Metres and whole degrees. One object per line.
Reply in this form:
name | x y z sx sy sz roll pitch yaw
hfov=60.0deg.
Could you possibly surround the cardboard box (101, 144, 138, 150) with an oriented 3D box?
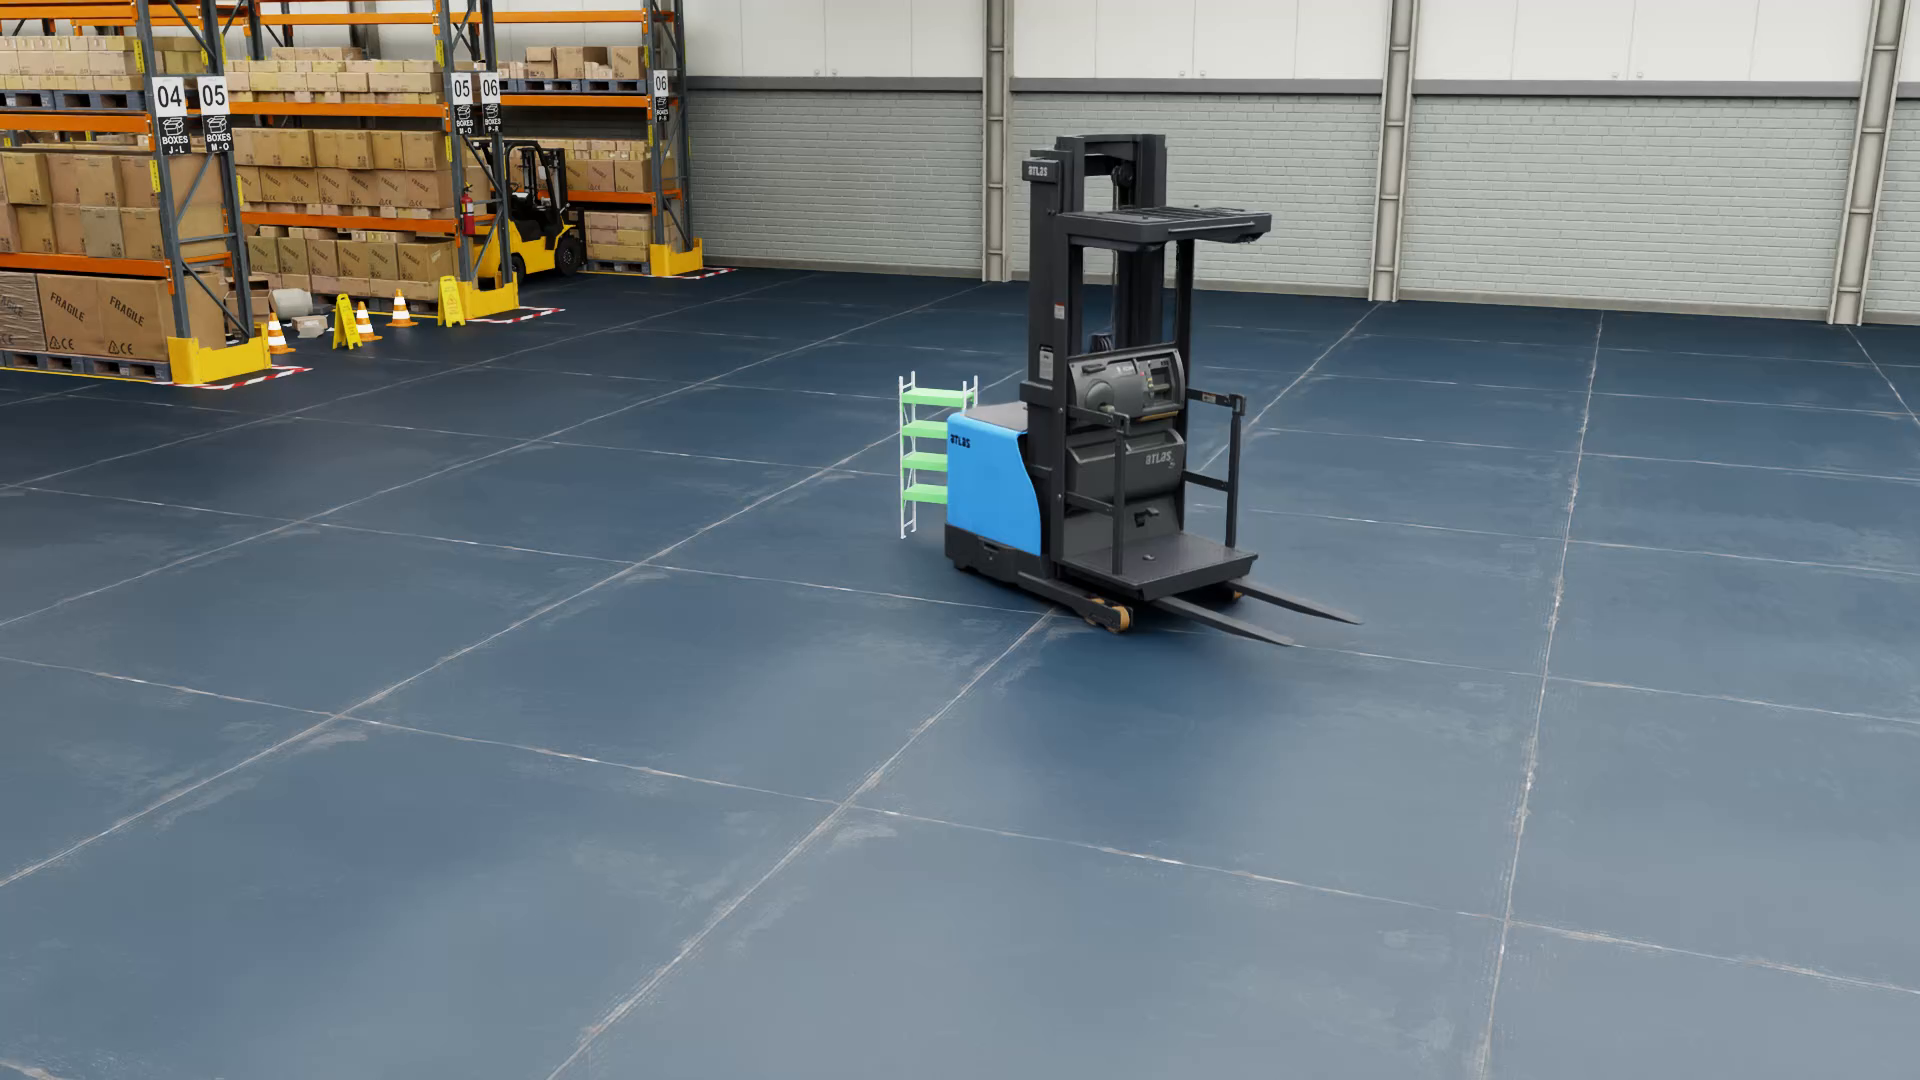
cardboard box | -12.159 -5.522 24.349 0.500 0.500 0.500 6 17 19

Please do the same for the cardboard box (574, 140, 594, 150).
cardboard box | -6.071 -6.426 27.053 0.250 0.149 0.380 7 18 22

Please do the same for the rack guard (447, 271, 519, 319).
rack guard | -6.567 -3.382 22.927 0.348 0.500 1.175 6 17 21

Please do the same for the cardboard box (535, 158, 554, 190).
cardboard box | -6.661 -6.049 27.451 0.500 0.500 0.500 6 17 21

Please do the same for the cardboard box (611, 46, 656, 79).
cardboard box | -5.180 -7.583 26.421 0.500 0.500 0.500 7 18 22

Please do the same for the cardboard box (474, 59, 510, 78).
cardboard box | -7.715 -7.771 27.407 0.500 0.311 0.500 7 17 22

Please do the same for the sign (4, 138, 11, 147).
sign | -14.139 -5.805 24.712 0.005 0.325 0.100 6 17 21

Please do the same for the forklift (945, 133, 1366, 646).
forklift | 1.190 -0.993 10.335 1.130 2.935 3.031 -12 20 -36

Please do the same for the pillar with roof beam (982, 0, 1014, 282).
pillar with roof beam | -0.994 -7.318 21.241 0.400 9.000 9.100 6 17 21

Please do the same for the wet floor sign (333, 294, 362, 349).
wet floor sign | -7.465 -2.660 20.180 0.232 0.644 0.267 3 17 11

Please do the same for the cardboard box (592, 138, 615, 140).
cardboard box | -5.874 -6.563 27.524 0.250 0.149 0.380 7 18 22

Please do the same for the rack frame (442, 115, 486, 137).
rack frame | -8.400 -6.272 28.397 0.127 3.000 1.000 6 17 21

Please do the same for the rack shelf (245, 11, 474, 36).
rack shelf | -10.260 -8.820 28.421 4.000 0.370 1.077 6 17 21

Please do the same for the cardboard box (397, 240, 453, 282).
cardboard box | -7.338 -3.830 22.821 0.500 0.500 0.500 6 17 21

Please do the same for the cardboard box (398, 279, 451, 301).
cardboard box | -7.370 -3.471 22.929 0.500 0.250 0.500 6 17 20

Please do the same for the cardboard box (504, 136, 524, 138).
cardboard box | -7.523 -6.760 28.201 0.250 0.149 0.380 6 17 20

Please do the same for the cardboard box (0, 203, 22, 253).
cardboard box | -10.613 -3.591 18.894 0.550 0.550 0.875 6 17 21

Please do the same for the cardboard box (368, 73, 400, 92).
cardboard box | -7.534 -6.124 22.243 0.500 0.250 0.500 6 17 20

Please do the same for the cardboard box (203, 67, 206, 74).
cardboard box | -10.814 -6.576 23.581 0.500 0.250 0.500 6 17 20

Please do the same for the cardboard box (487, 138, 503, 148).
cardboard box | -7.695 -6.637 27.780 0.250 0.149 0.380 6 17 20

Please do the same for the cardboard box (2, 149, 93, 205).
cardboard box | -10.107 -4.064 18.588 0.500 0.550 0.875 6 17 21

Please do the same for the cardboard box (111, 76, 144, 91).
cardboard box | -8.653 -4.796 17.452 0.250 0.149 0.380 6 17 21

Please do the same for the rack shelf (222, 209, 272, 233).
rack shelf | -12.078 -4.843 24.766 4.000 0.370 1.077 6 17 21

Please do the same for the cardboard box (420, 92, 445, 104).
cardboard box | -6.931 -5.859 22.044 0.250 0.149 0.380 6 17 21

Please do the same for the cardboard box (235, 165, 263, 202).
cardboard box | -9.911 -5.057 23.501 0.500 0.500 0.500 6 17 20

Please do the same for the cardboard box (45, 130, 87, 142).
cardboard box | -17.130 -7.742 31.853 0.500 0.500 0.500 6 17 19

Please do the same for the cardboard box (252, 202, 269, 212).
cardboard box | -9.788 -4.735 23.556 0.250 0.149 0.380 7 18 22

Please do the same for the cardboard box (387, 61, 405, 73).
cardboard box | -7.390 -6.293 22.111 0.250 0.149 0.380 6 17 20

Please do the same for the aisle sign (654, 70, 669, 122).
aisle sign | -4.726 -7.028 26.339 0.004 0.787 0.394 6 17 21

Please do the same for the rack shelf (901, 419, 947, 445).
rack shelf | -0.154 -0.762 12.016 0.480 0.148 0.258 6 17 21

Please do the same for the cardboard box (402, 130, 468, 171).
cardboard box | -7.052 -5.241 22.341 0.500 0.500 0.700 6 17 19

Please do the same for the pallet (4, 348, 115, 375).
pallet | -10.122 -2.128 19.126 1.213 0.211 1.003 6 17 21

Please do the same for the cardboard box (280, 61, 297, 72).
cardboard box | -9.066 -6.475 22.738 0.250 0.149 0.380 6 17 19

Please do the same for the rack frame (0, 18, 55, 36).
rack frame | -13.939 -8.274 24.534 0.127 3.000 1.000 6 17 21

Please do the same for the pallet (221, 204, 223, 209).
pallet | -10.875 -5.008 24.387 1.213 0.211 1.003 6 17 21

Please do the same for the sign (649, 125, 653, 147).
sign | -4.891 -6.393 26.313 0.005 0.325 0.100 6 17 21

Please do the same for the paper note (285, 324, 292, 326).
paper note | -8.842 -2.850 21.955 0.142 0.019 0.148 14 21 40

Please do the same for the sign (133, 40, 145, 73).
sign | -8.431 -4.969 17.083 0.005 0.325 0.100 6 17 21

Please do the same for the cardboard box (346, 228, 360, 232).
cardboard box | -10.309 -5.541 29.386 0.625 0.625 0.875 6 17 18

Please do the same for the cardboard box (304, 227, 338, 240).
cardboard box | -8.943 -4.299 23.272 0.250 0.149 0.380 7 18 24

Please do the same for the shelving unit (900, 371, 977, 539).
shelving unit | -0.154 -0.593 12.065 0.503 1.200 0.258 6 17 21

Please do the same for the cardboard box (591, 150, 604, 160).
cardboard box | -5.798 -6.274 27.062 0.250 0.149 0.380 6 17 20

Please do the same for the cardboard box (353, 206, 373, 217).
cardboard box | -8.139 -4.549 22.915 0.250 0.149 0.380 6 17 20

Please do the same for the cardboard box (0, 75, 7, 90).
cardboard box | -10.311 -4.978 18.079 0.250 0.149 0.380 7 17 21

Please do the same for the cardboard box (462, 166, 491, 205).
cardboard box | -6.836 -4.886 22.911 0.500 0.500 0.500 6 17 20

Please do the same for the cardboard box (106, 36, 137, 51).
cardboard box | -8.657 -5.179 17.342 0.250 0.149 0.380 6 17 21

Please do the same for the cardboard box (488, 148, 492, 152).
cardboard box | -7.706 -6.485 27.788 0.250 0.149 0.380 6 17 21

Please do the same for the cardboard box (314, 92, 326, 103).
cardboard box | -8.581 -6.050 22.704 0.250 0.149 0.380 6 17 21

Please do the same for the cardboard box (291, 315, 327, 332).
cardboard box | -8.456 -2.816 21.606 0.380 0.149 0.250 -12 20 -37

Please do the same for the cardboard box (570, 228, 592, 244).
cardboard box | -6.197 -5.054 27.484 0.500 0.250 0.500 6 17 19

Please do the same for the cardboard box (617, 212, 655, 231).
cardboard box | -5.222 -5.190 27.056 0.500 0.250 0.500 7 18 22
